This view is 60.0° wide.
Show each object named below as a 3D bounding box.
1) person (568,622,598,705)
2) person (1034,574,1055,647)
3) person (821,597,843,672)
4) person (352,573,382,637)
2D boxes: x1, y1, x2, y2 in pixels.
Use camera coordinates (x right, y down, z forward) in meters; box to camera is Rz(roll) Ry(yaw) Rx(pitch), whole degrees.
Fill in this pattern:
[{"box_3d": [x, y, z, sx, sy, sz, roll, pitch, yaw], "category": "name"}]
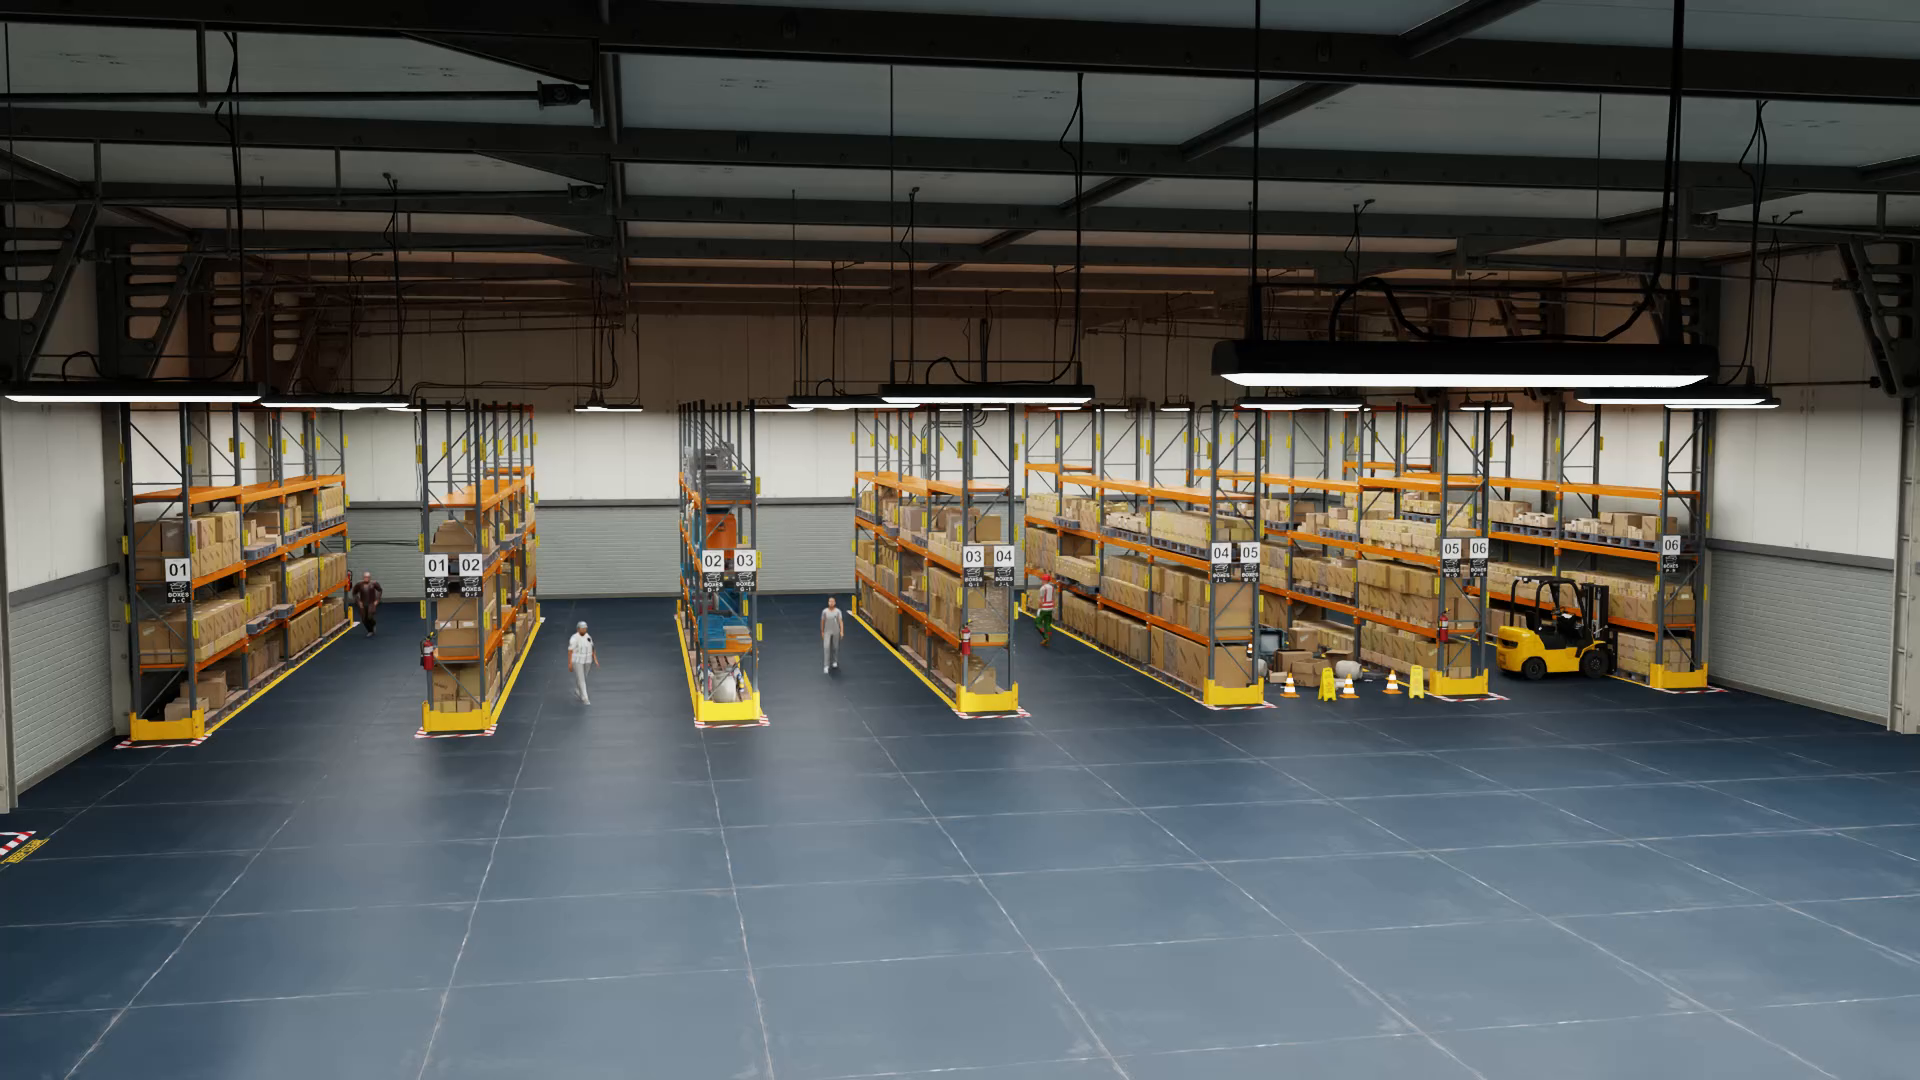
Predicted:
[{"box_3d": [-7.500, 2.412, 32.975, 0.538, 1.595, 1.083, -4, 6, -39], "category": "person"}, {"box_3d": [2.138, 1.738, 41.017, 0.485, 1.791, 0.598, 4, 6, 45], "category": "person"}, {"box_3d": [-2.859, 2.083, 37.168, 0.519, 1.627, 0.993, 0, 4, -2], "category": "person"}, {"box_3d": [-15.247, 1.663, 42.804, 0.694, 1.683, 0.663, 0, 4, -3], "category": "person"}]
